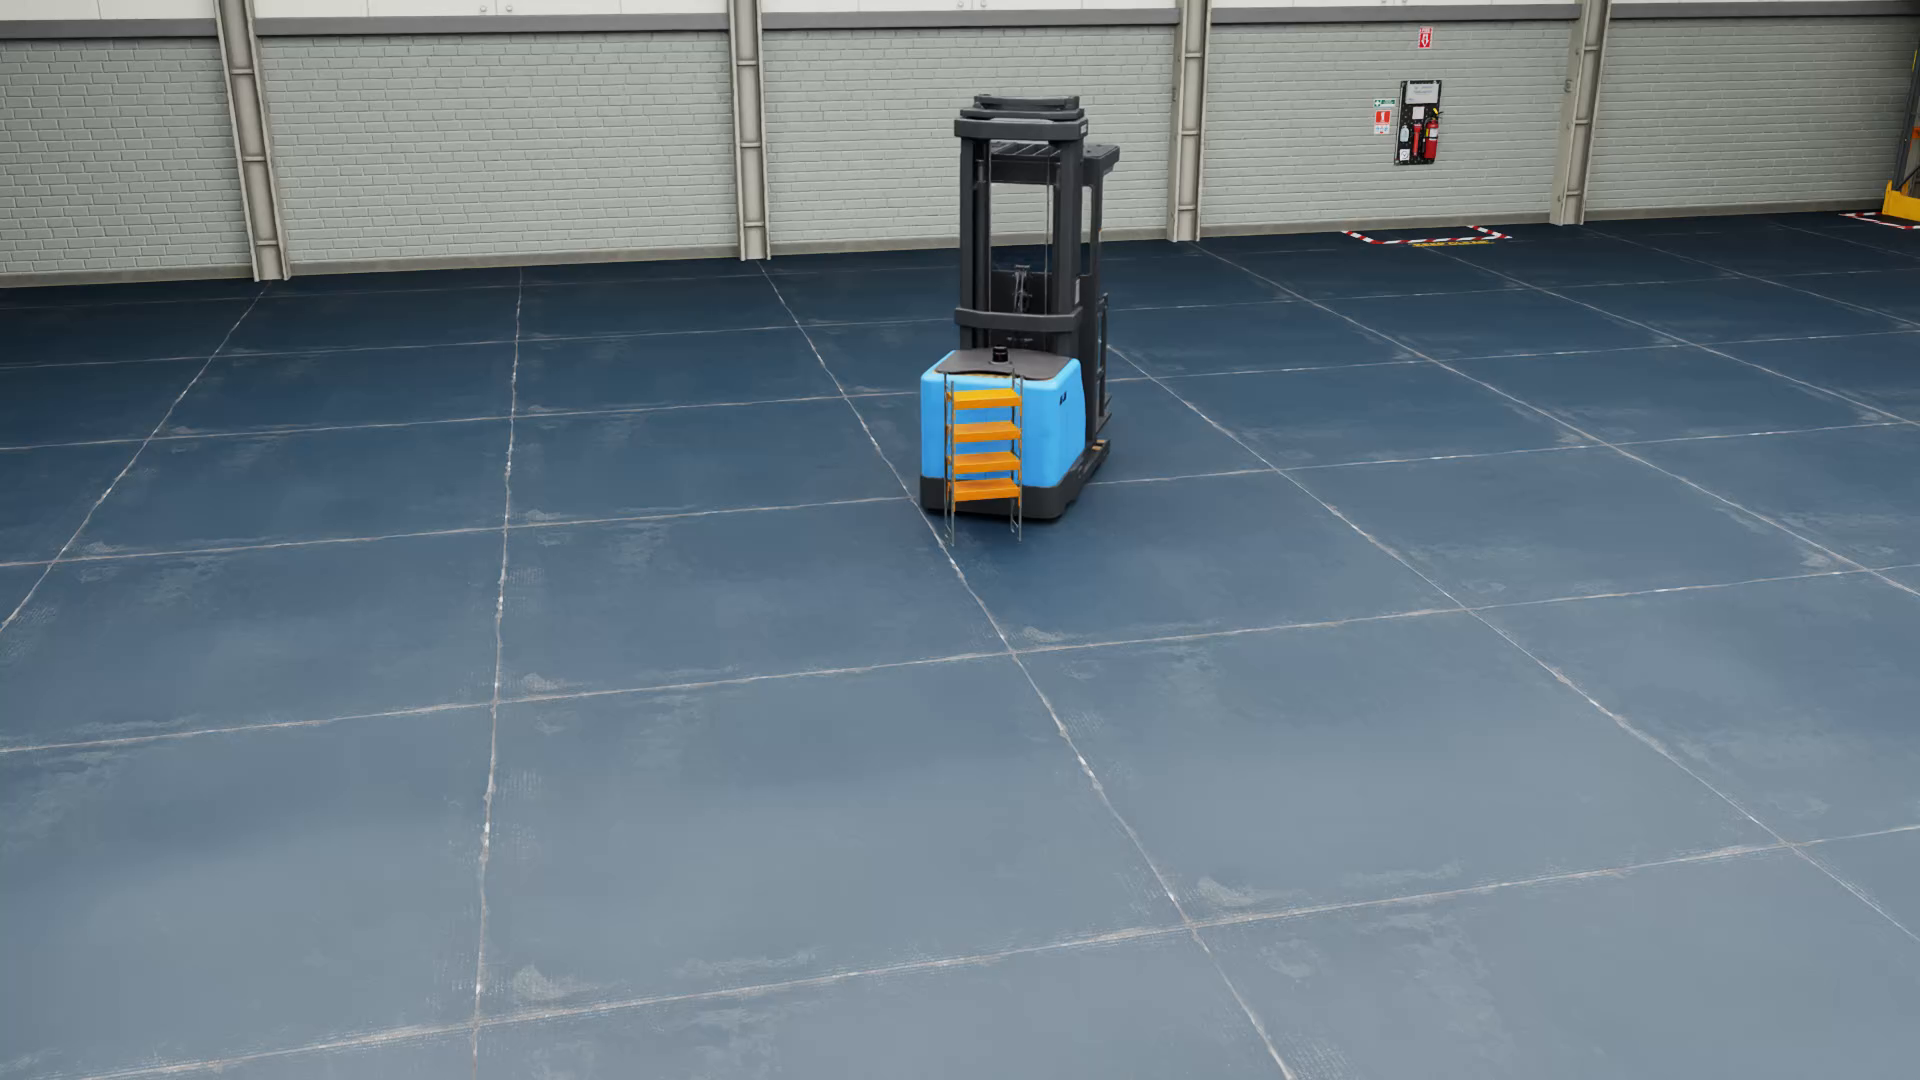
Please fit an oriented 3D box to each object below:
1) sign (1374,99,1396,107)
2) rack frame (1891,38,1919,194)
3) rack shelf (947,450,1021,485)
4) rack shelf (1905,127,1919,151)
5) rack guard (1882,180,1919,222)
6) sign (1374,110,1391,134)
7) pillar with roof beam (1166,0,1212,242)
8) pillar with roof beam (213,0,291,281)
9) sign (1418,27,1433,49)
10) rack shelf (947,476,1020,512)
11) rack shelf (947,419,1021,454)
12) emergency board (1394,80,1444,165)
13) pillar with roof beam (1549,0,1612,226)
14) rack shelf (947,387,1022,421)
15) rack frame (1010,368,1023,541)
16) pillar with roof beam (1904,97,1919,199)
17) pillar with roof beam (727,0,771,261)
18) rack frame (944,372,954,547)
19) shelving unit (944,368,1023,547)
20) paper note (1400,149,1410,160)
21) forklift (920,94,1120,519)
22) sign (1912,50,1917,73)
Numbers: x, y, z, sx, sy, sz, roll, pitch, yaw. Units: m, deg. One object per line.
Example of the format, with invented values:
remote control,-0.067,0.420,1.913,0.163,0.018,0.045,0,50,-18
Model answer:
sign,5.991,-6.164,23.459,0.331,0.109,0.001,-5,21,-12
rack frame,14.317,-6.223,24.443,0.127,3.000,1.000,-5,21,-12
rack shelf,0.161,-0.513,11.667,0.480,0.148,0.258,-5,21,-12
rack shelf,16.263,-6.044,24.999,4.000,0.370,1.077,-5,21,-12
rack guard,14.391,-5.056,24.889,0.348,0.500,1.175,-5,21,-12
sign,5.984,-5.918,23.557,0.234,0.329,0.001,-5,21,-12
pillar with roof beam,4.111,-6.994,17.826,0.400,9.000,9.100,-5,21,-12
pillar with roof beam,-7.567,-6.045,15.233,0.400,9.000,9.100,-5,21,-12
sign,6.515,-7.032,23.279,0.199,0.298,0.001,-5,21,-12
rack shelf,0.161,-0.327,11.735,0.480,0.148,0.258,-5,21,-12
rack shelf,0.161,-0.723,11.590,0.480,0.148,0.258,-5,21,-12
emergency board,6.546,-5.911,23.589,0.643,1.169,0.194,-5,21,-12
pillar with roof beam,9.950,-7.469,19.122,0.400,9.000,9.100,-5,21,-12
rack shelf,0.161,-0.945,11.509,0.480,0.148,0.258,-5,21,-12
rack frame,0.399,-0.596,11.697,0.015,1.200,0.240,-5,21,-12
pillar with roof beam,15.789,-7.944,20.419,0.400,9.000,9.100,-5,21,-12
pillar with roof beam,-1.728,-6.520,16.529,0.400,9.000,9.100,-5,21,-12
rack frame,-0.076,-0.557,11.591,0.015,1.200,0.240,-5,21,-12
shelving unit,0.161,-0.577,11.644,0.503,1.200,0.258,-5,21,-12
paper note,6.358,-5.506,23.765,0.142,0.148,0.016,-5,21,-12
forklift,0.602,-2.001,13.017,1.130,2.935,3.031,6,21,15
sign,14.208,-7.103,24.701,0.005,0.325,0.100,-5,21,-12
